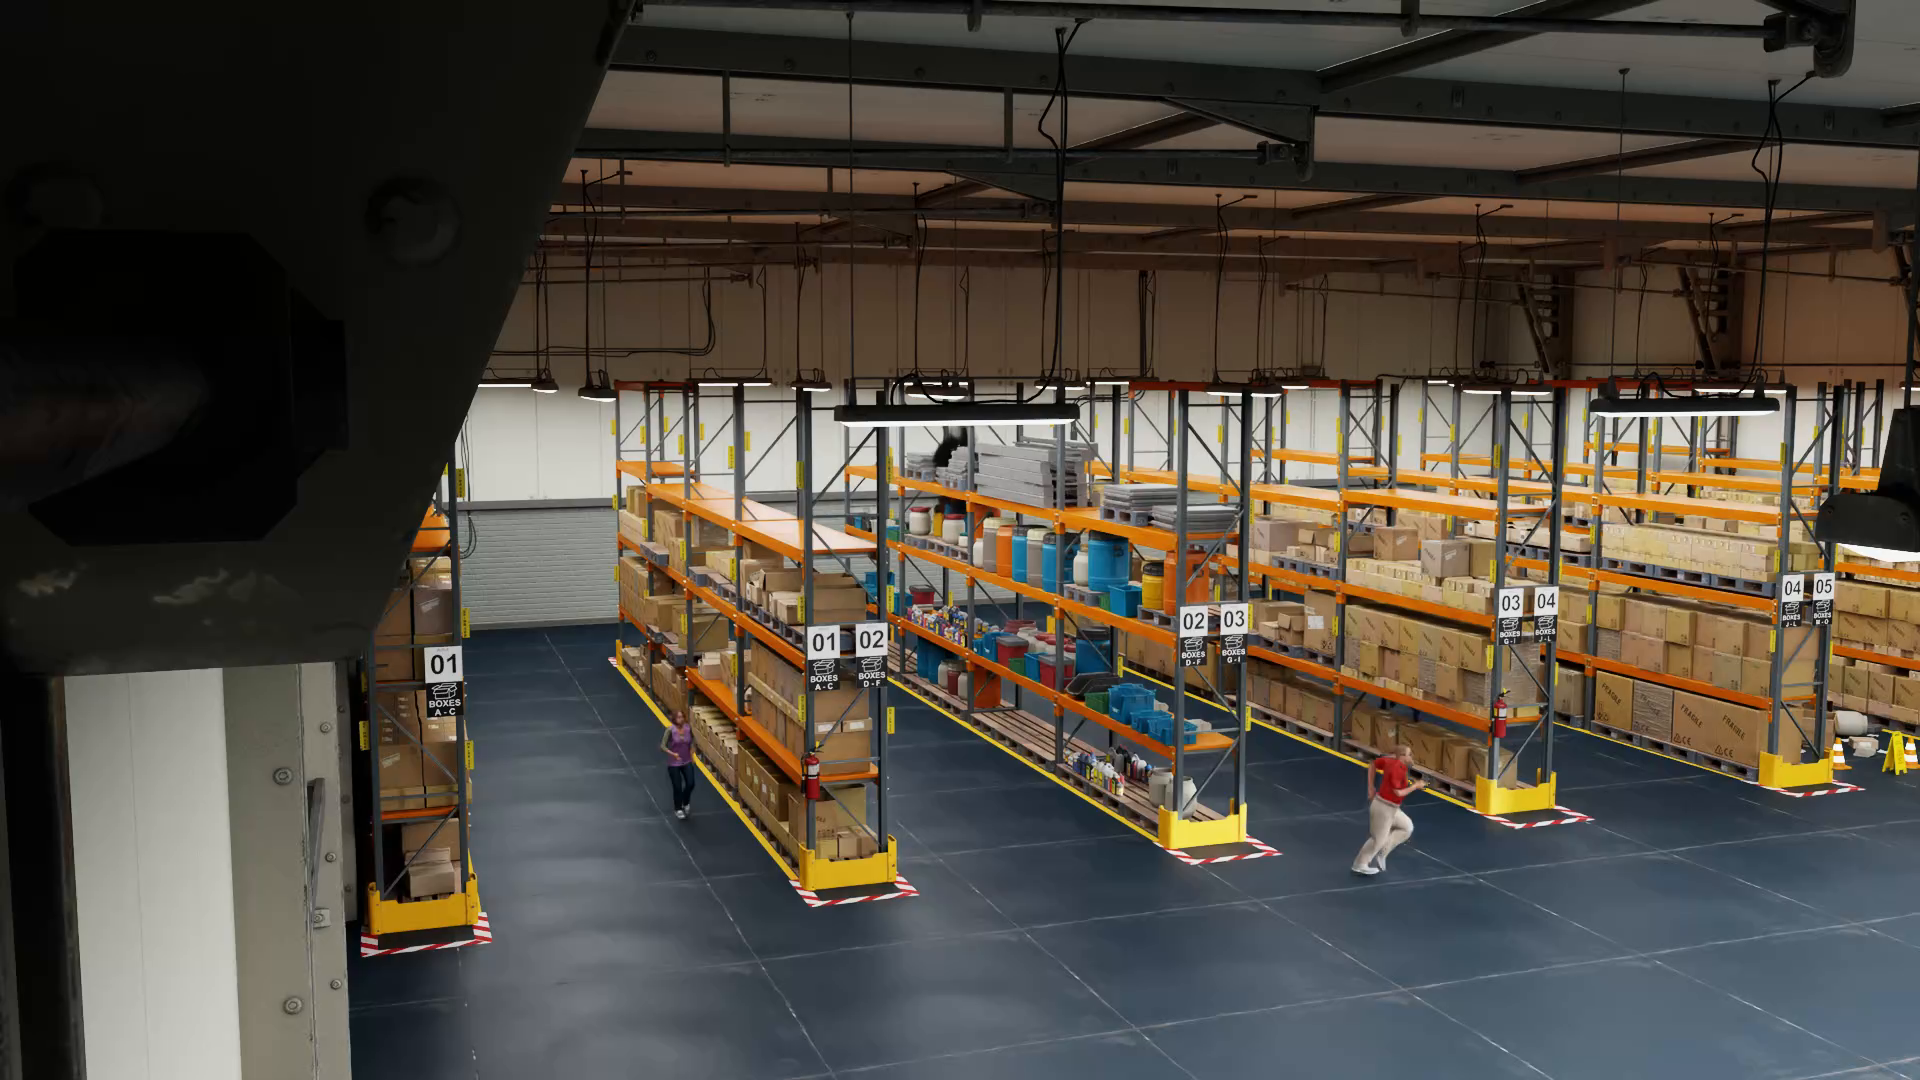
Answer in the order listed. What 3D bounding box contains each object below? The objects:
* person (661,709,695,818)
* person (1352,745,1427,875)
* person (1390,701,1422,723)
[{"bbox_3d":[-3.877,3.117,23.051,0.533,1.548,0.576,-3,7,-24],"label":"person"},{"bbox_3d":[5.297,3.324,20.504,0.869,1.646,0.641,2,6,14],"label":"person"},{"bbox_3d":[7.905,2.426,29.254,0.643,1.641,0.959,-3,7,-28],"label":"person"}]
